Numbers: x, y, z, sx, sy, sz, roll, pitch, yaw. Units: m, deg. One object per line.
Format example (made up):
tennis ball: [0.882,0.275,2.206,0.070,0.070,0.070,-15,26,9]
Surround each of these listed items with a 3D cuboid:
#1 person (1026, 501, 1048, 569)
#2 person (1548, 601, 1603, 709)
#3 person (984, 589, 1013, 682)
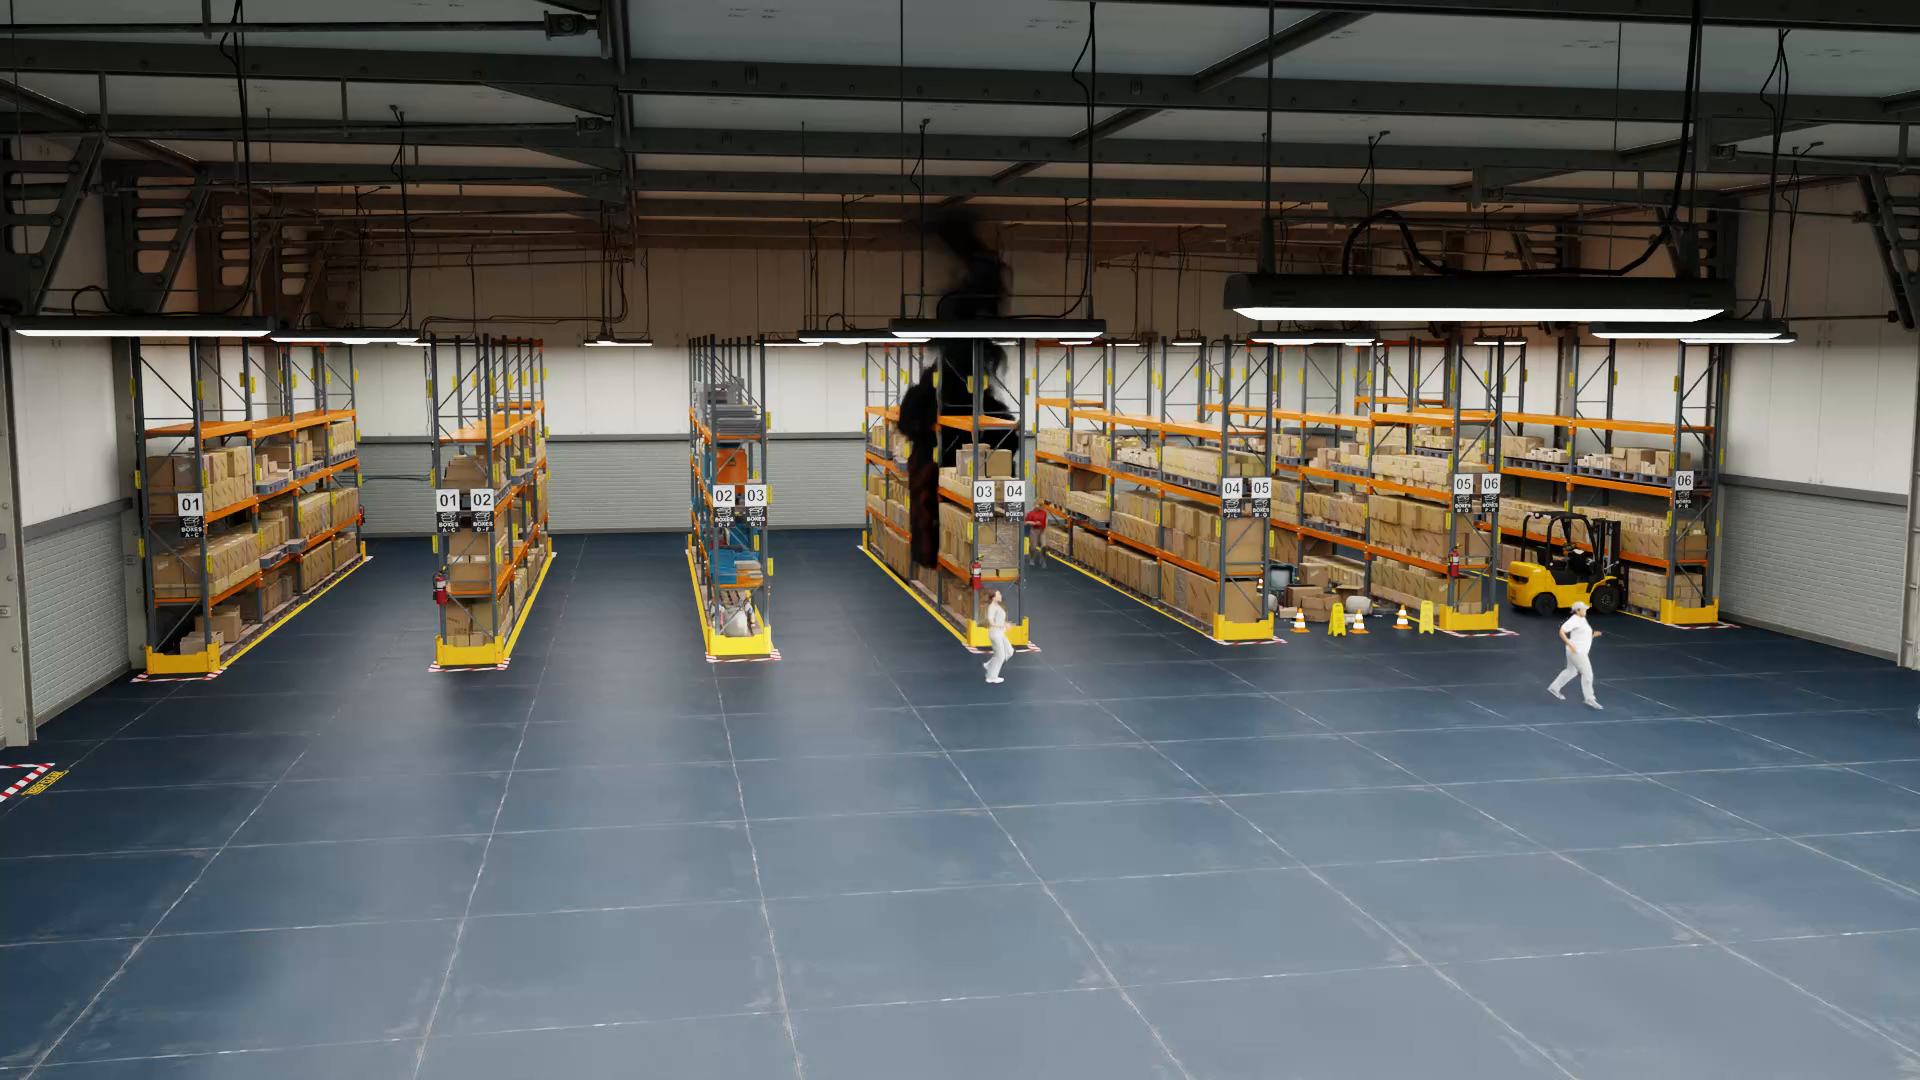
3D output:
person: [2.038,-0.128,43.718,0.683,1.805,0.779,-2,7,-17]
person: [9.923,1.826,26.759,0.878,1.696,0.594,3,7,27]
person: [0.668,1.649,28.574,0.564,1.606,0.557,2,7,14]
